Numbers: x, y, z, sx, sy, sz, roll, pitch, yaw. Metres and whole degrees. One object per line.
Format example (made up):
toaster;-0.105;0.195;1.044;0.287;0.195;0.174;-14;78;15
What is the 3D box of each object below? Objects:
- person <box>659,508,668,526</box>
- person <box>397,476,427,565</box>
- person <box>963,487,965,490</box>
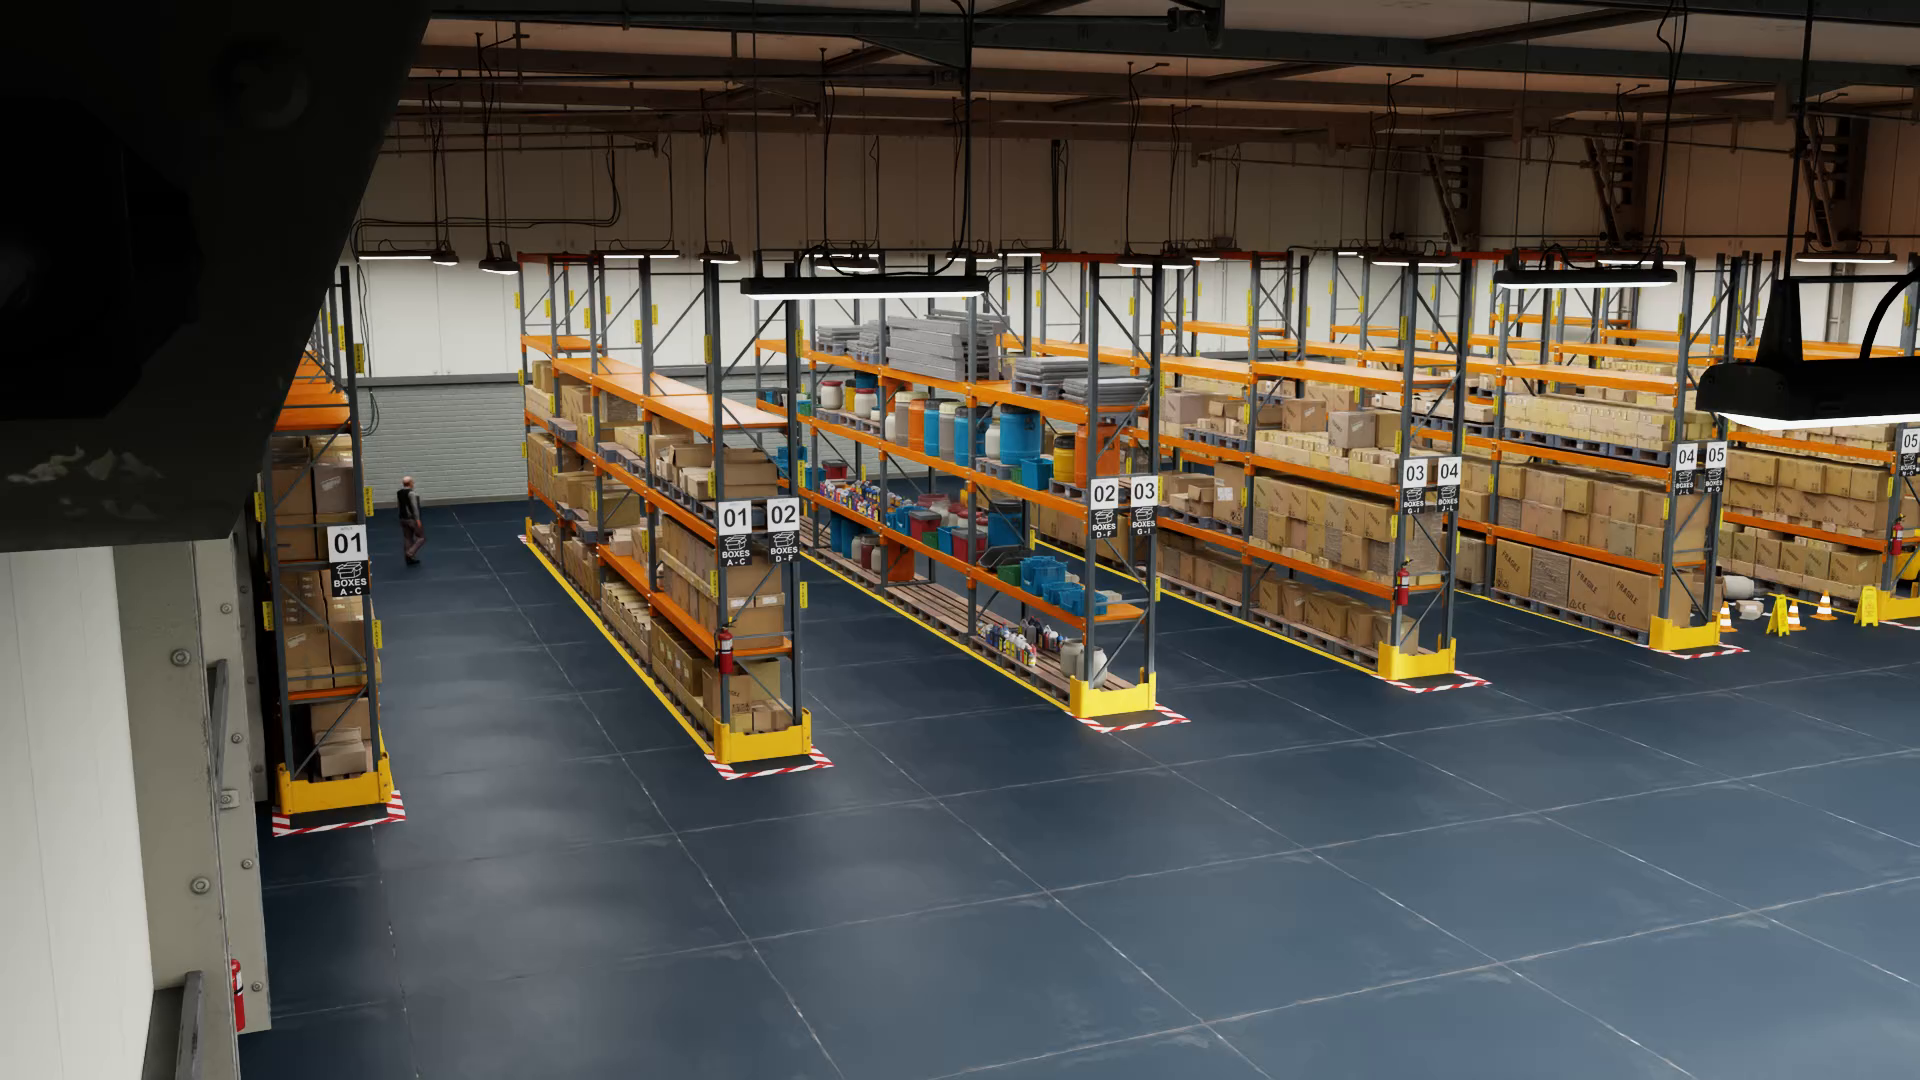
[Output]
person;-5.622;-0.285;31.789;0.559;1.704;1.099;-5;11;-25
person;-10.710;-0.376;32.316;0.567;1.724;0.478;7;12;33
person;0.489;-1.756;40.275;1.014;1.530;0.398;5;12;26
